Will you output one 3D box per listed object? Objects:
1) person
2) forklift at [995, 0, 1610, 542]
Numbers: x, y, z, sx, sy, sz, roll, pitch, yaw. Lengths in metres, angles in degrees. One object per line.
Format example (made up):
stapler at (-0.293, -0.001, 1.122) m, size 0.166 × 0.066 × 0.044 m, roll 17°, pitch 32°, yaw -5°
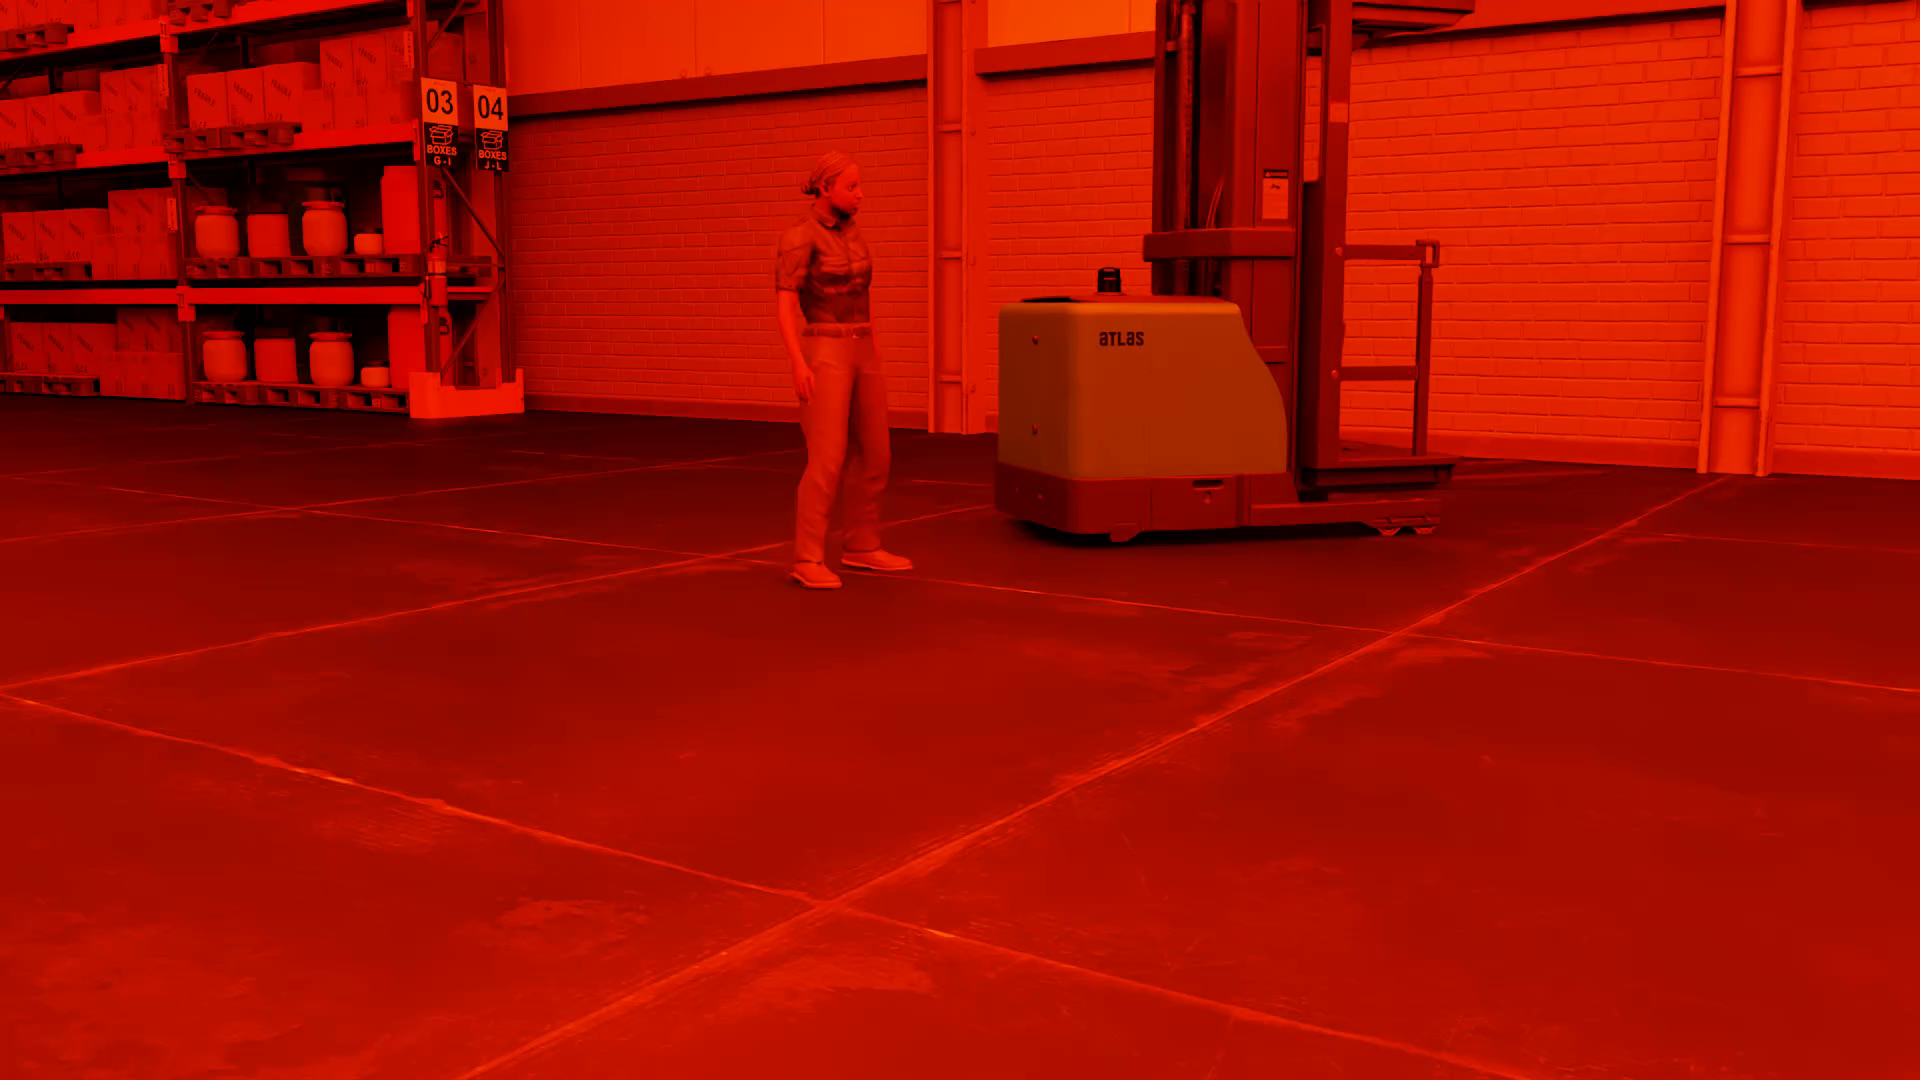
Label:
person at (-0.465, -0.667, 6.473) m, size 0.362 × 1.661 × 0.650 m, roll 5°, pitch 10°, yaw 34°
forklift at (1.744, -1.542, 8.034) m, size 3.031 × 2.935 × 1.130 m, roll -3°, pitch 9°, yaw -19°
